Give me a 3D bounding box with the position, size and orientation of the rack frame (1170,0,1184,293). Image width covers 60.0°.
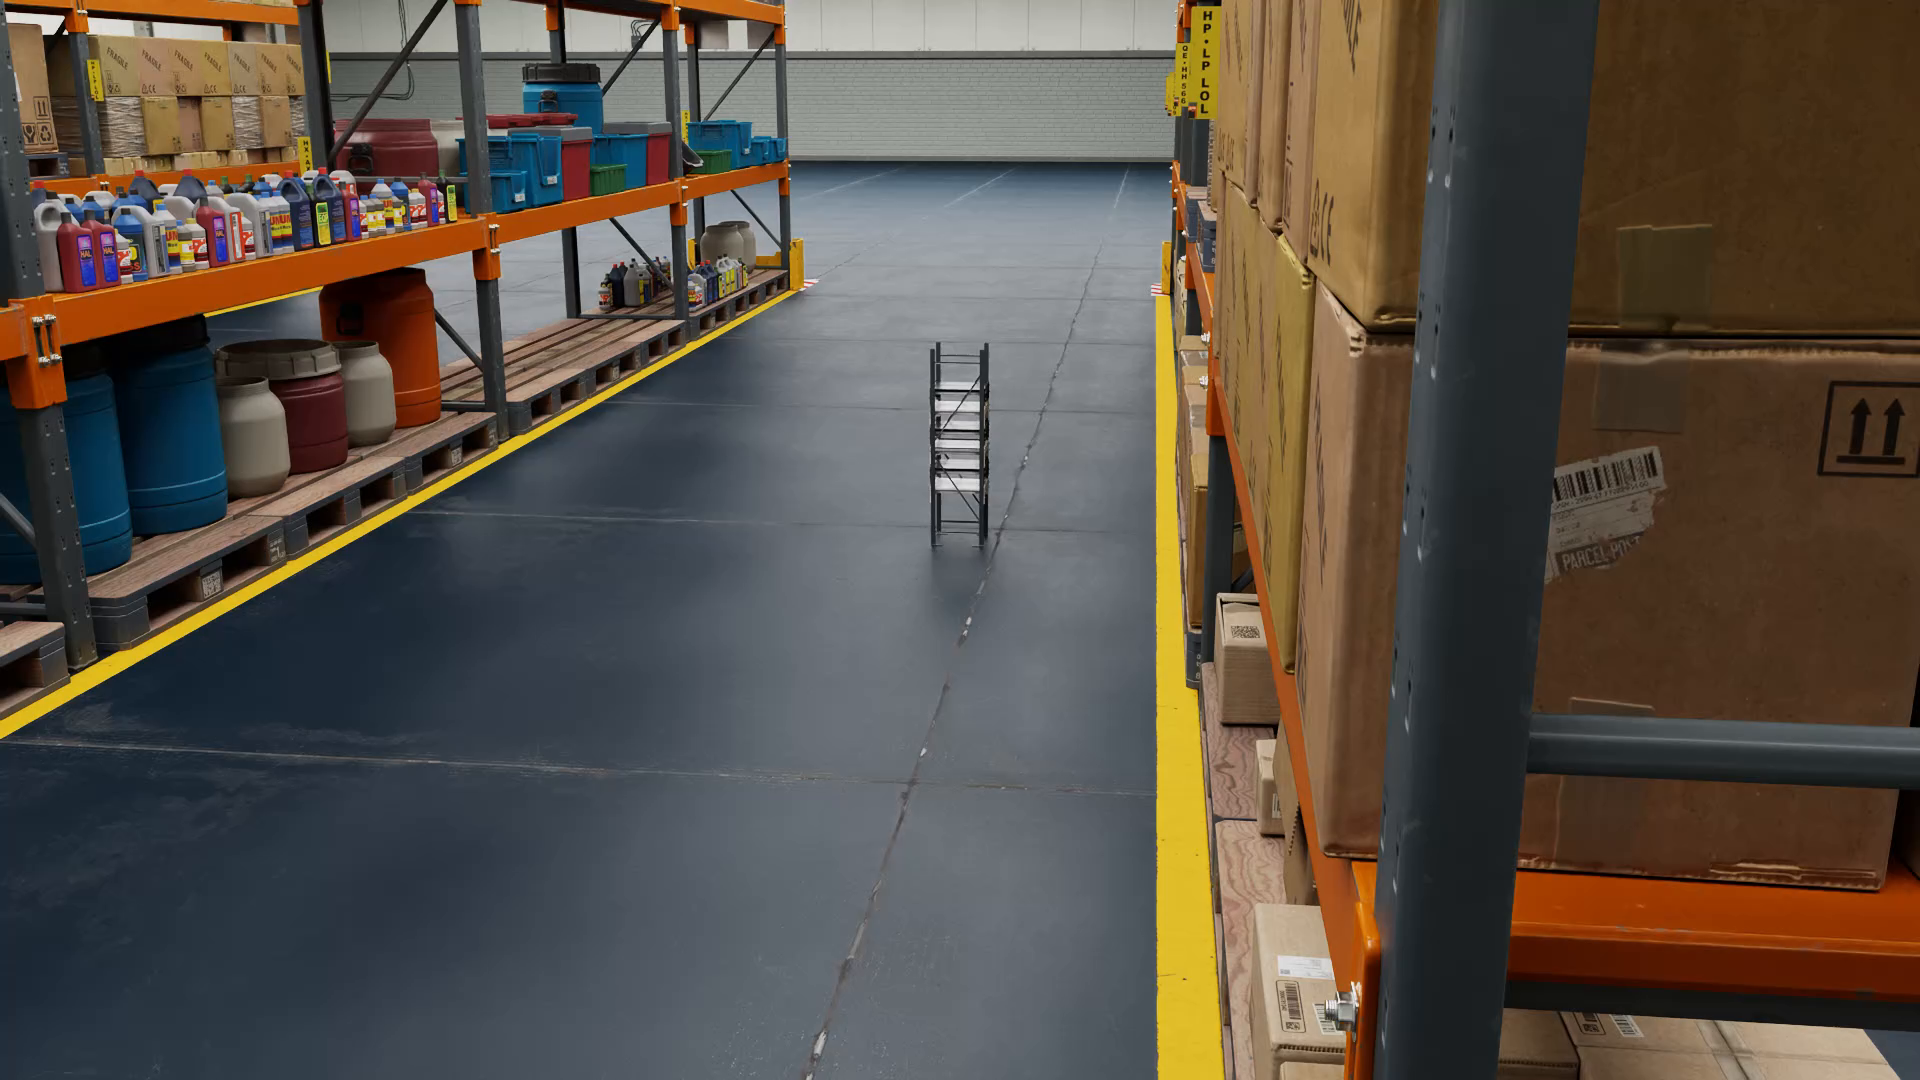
[{"bbox_3d":[2.647,-3.972,16.605,1.000,3.000,0.127,2,15,6],"label":"rack frame"}]

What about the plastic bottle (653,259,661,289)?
[{"bbox_3d":[-2.827,-2.464,15.413,0.097,0.271,0.097,0,15,0],"label":"plastic bottle"}]

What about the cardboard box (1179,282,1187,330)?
[{"bbox_3d":[1.730,-1.582,11.156,0.500,0.311,0.500,2,15,8],"label":"cardboard box"}]

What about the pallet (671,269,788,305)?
[{"bbox_3d":[-2.333,-2.541,16.656,1.003,0.211,1.213,2,15,6],"label":"pallet"}]

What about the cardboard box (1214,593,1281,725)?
[{"bbox_3d":[1.031,0.328,5.010,0.500,0.311,0.500,2,15,6],"label":"cardboard box"}]

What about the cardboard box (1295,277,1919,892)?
[{"bbox_3d":[0.622,0.005,1.705,0.500,0.500,0.500,2,15,8],"label":"cardboard box"}]

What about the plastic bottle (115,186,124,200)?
[{"bbox_3d":[-3.785,-1.444,7.479,0.061,0.283,0.133,2,15,6],"label":"plastic bottle"}]

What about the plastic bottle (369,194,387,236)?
[{"bbox_3d":[-2.911,-1.615,8.270,0.097,0.201,0.097,0,15,0],"label":"plastic bottle"}]

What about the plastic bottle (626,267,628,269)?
[{"bbox_3d":[-2.940,-2.251,14.603,0.061,0.283,0.133,3,15,10],"label":"plastic bottle"}]

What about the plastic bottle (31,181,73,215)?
[{"bbox_3d":[-3.685,-1.275,6.724,0.144,0.351,0.185,2,15,6],"label":"plastic bottle"}]

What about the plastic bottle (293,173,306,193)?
[{"bbox_3d":[-3.587,-1.850,9.004,0.097,0.271,0.097,0,15,0],"label":"plastic bottle"}]

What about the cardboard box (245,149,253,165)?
[{"bbox_3d":[-7.147,-3.739,16.224,0.380,0.149,0.250,2,15,6],"label":"cardboard box"}]

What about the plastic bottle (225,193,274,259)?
[{"bbox_3d":[-3.067,-1.356,7.168,0.152,0.276,0.135,2,15,6],"label":"plastic bottle"}]

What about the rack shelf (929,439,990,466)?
[{"bbox_3d":[-0.001,-0.400,7.545,0.258,0.077,0.200,2,15,6],"label":"rack shelf"}]

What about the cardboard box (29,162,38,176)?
[{"bbox_3d":[-7.915,-3.171,14.122,0.380,0.149,0.250,2,15,6],"label":"cardboard box"}]

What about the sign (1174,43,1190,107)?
[{"bbox_3d":[1.193,-2.472,8.838,0.100,0.325,0.005,2,15,6],"label":"sign"}]

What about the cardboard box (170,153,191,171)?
[{"bbox_3d":[-7.194,-3.412,15.015,0.380,0.149,0.250,2,15,6],"label":"cardboard box"}]

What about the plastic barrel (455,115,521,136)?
[{"bbox_3d":[-3.183,-2.603,11.282,0.433,0.535,0.433,0,15,0],"label":"plastic barrel"}]

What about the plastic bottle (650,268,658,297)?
[{"bbox_3d":[-2.753,-2.331,14.896,0.061,0.283,0.133,2,15,6],"label":"plastic bottle"}]

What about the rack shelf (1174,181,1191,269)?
[{"bbox_3d":[1.970,-2.069,10.944,1.077,0.370,4.000,2,15,6],"label":"rack shelf"}]

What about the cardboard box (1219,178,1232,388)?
[{"bbox_3d":[0.910,-0.651,4.132,0.500,0.500,0.500,2,15,7],"label":"cardboard box"}]

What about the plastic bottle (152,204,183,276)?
[{"bbox_3d":[-3.116,-1.178,6.517,0.097,0.271,0.097,0,15,0],"label":"plastic bottle"}]

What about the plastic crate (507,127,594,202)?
[{"bbox_3d":[-2.690,-2.485,10.983,0.402,0.464,0.583,2,15,6],"label":"plastic crate"}]

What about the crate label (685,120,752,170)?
[{"bbox_3d":[-2.213,-3.651,15.349,0.502,0.435,0.616,2,15,6],"label":"crate label"}]

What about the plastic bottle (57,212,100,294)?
[{"bbox_3d":[-3.163,-1.033,5.959,0.061,0.283,0.133,2,15,6],"label":"plastic bottle"}]

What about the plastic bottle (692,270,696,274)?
[{"bbox_3d":[-2.326,-2.215,14.492,0.097,0.271,0.097,0,15,0],"label":"plastic bottle"}]

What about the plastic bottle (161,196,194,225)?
[{"bbox_3d":[-3.244,-1.300,6.962,0.152,0.276,0.135,2,15,6],"label":"plastic bottle"}]

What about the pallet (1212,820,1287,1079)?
[{"bbox_3d":[1.080,0.982,3.627,1.003,0.211,1.213,2,15,6],"label":"pallet"}]

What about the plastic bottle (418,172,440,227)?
[{"bbox_3d":[-2.824,-1.810,8.834,0.061,0.283,0.133,2,15,6],"label":"plastic bottle"}]

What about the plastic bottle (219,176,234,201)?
[{"bbox_3d":[-3.685,-1.672,8.322,0.061,0.283,0.133,2,15,6],"label":"plastic bottle"}]

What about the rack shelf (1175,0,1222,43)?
[{"bbox_3d":[2.422,-4.554,14.389,1.077,0.370,4.000,2,15,6],"label":"rack shelf"}]

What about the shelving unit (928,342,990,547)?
[{"bbox_3d":[-0.001,-0.432,7.537,0.258,0.900,0.210,2,15,6],"label":"shelving unit"}]

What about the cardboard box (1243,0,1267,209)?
[{"bbox_3d":[0.787,-0.876,3.047,0.500,0.500,0.500,2,15,8],"label":"cardboard box"}]

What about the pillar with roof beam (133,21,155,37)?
[{"bbox_3d":[-15.963,-13.542,40.503,9.100,9.000,0.400,2,15,6],"label":"pillar with roof beam"}]

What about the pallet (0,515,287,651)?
[{"bbox_3d":[-3.500,0.141,6.738,1.003,0.211,1.213,2,15,6],"label":"pallet"}]

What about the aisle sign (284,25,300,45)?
[{"bbox_3d":[-6.890,-5.527,17.375,0.394,0.787,0.004,2,15,6],"label":"aisle sign"}]

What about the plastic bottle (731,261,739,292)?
[{"bbox_3d":[-2.117,-2.427,15.265,0.152,0.276,0.135,1,15,5],"label":"plastic bottle"}]

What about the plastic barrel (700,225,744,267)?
[{"bbox_3d":[-2.329,-2.818,16.298,0.421,0.512,0.421,0,15,0],"label":"plastic barrel"}]

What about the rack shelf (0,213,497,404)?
[{"bbox_3d":[-3.402,-1.178,7.651,1.077,0.370,4.000,2,15,6],"label":"rack shelf"}]

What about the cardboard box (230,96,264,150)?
[{"bbox_3d":[-7.321,-4.053,16.144,0.875,0.500,0.500,2,15,6],"label":"cardboard box"}]

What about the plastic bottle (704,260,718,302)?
[{"bbox_3d":[-2.201,-2.261,14.510,0.144,0.351,0.185,1,15,4],"label":"plastic bottle"}]

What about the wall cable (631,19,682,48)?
[{"bbox_3d":[-8.486,-17.308,47.915,2.305,6.003,0.169,2,15,6],"label":"wall cable"}]

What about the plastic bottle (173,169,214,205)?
[{"bbox_3d":[-3.559,-1.547,7.731,0.144,0.351,0.185,2,15,6],"label":"plastic bottle"}]

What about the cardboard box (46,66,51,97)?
[{"bbox_3d":[-7.869,-4.027,14.130,0.500,0.500,0.500,2,15,6],"label":"cardboard box"}]

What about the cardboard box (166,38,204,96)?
[{"bbox_3d":[-7.231,-4.271,15.032,0.500,0.500,0.500,2,15,6],"label":"cardboard box"}]

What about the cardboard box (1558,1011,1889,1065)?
[{"bbox_3d":[1.298,0.901,3.010,0.500,0.250,0.500,2,15,6],"label":"cardboard box"}]

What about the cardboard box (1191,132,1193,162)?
[{"bbox_3d":[2.466,-3.635,15.166,0.700,0.500,0.500,2,15,7],"label":"cardboard box"}]

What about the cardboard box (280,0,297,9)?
[{"bbox_3d":[-6.997,-5.508,16.826,0.500,0.250,0.500,2,15,8],"label":"cardboard box"}]

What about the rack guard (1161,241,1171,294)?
[{"bbox_3d":[2.650,-2.772,16.955,1.175,0.500,0.348,2,15,6],"label":"rack guard"}]

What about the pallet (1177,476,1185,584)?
[{"bbox_3d":[1.483,-0.043,7.417,1.003,0.211,1.213,2,15,6],"label":"pallet"}]

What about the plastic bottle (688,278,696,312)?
[{"bbox_3d":[-2.254,-2.047,13.868,0.097,0.271,0.097,0,15,0],"label":"plastic bottle"}]

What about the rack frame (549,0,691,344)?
[{"bbox_3d":[-2.725,-3.082,13.312,1.000,3.000,0.127,2,15,6],"label":"rack frame"}]

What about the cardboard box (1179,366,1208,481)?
[{"bbox_3d":[1.294,-0.527,7.812,0.500,0.500,0.500,1,15,6],"label":"cardboard box"}]

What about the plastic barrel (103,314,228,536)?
[{"bbox_3d":[-3.470,-0.521,7.057,0.600,0.901,0.708,2,15,6],"label":"plastic barrel"}]
